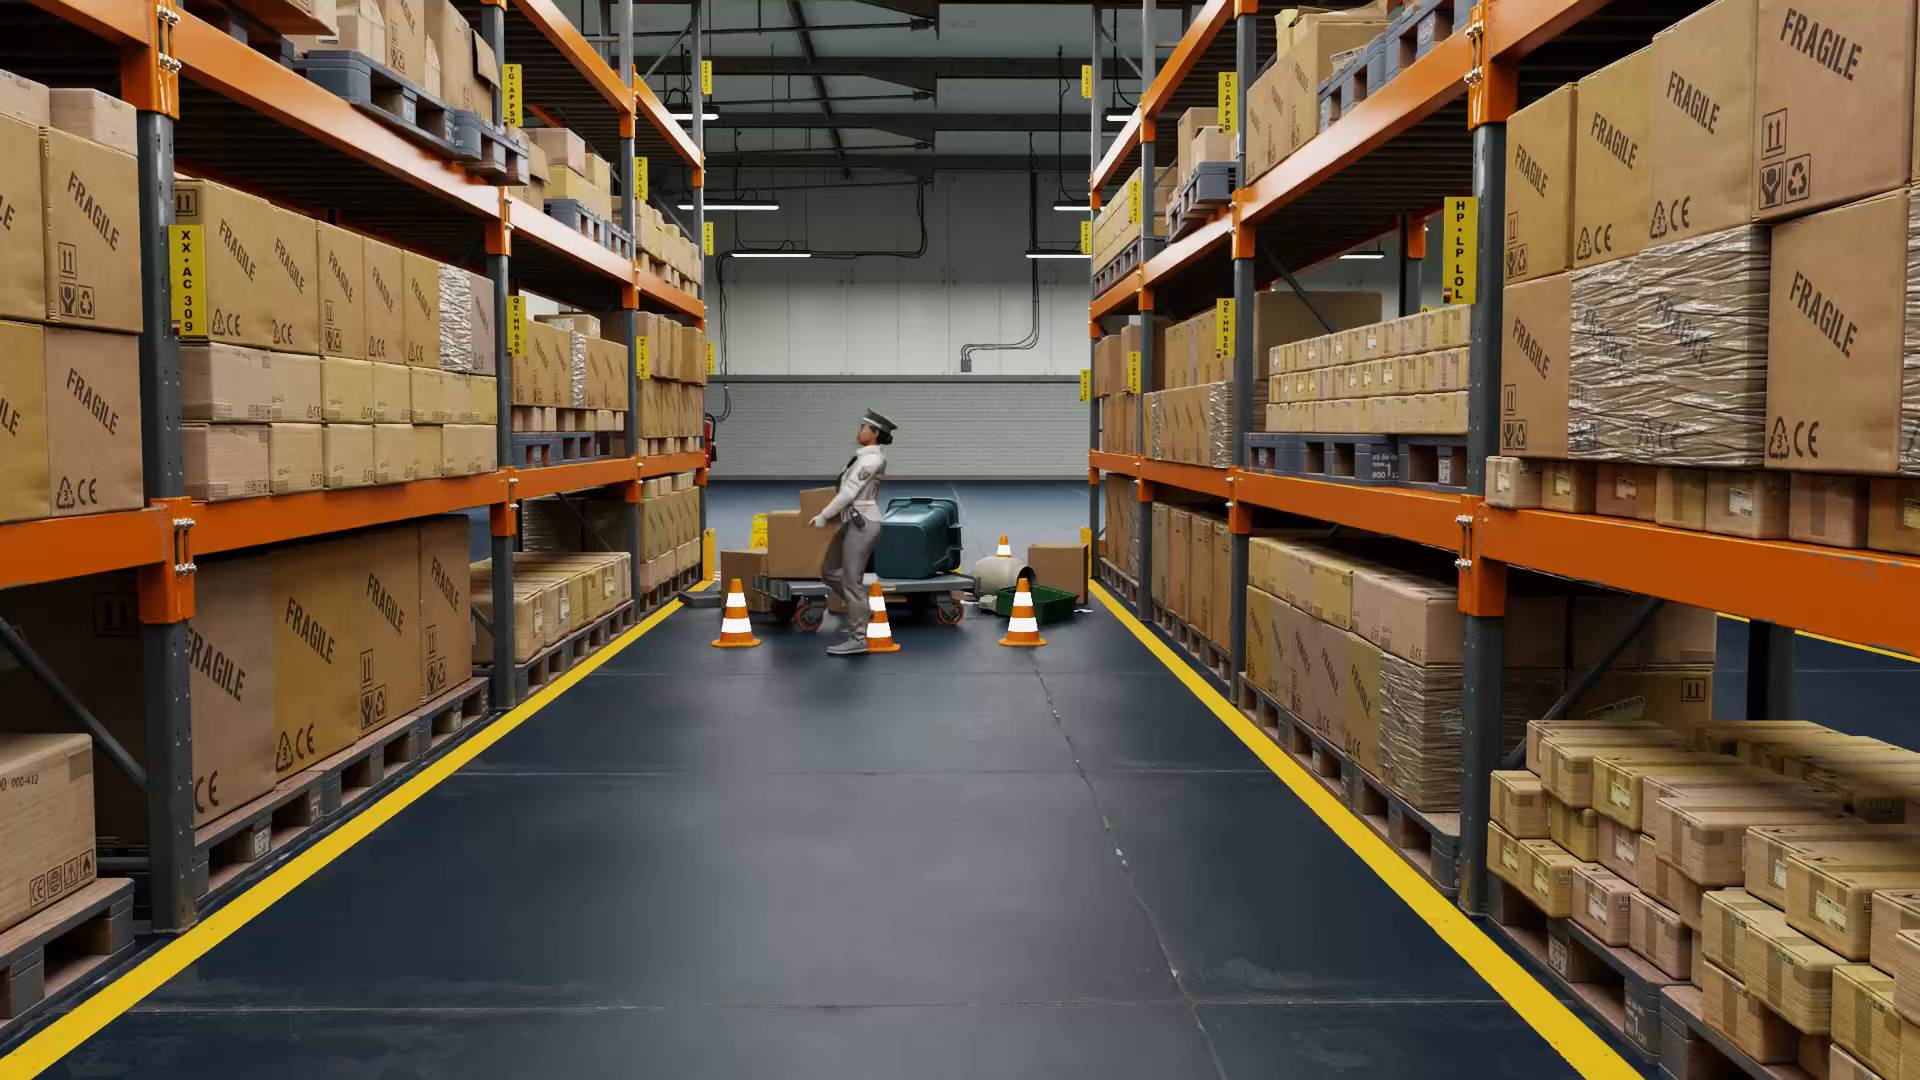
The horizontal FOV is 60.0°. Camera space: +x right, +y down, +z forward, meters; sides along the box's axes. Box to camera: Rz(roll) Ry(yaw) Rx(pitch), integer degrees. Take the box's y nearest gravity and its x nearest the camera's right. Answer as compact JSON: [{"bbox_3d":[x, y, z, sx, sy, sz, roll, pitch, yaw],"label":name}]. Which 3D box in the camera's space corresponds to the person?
[{"bbox_3d":[-0.726,-0.067,11.353,0.600,1.683,0.432,0,4,-1],"label":"person"}]
